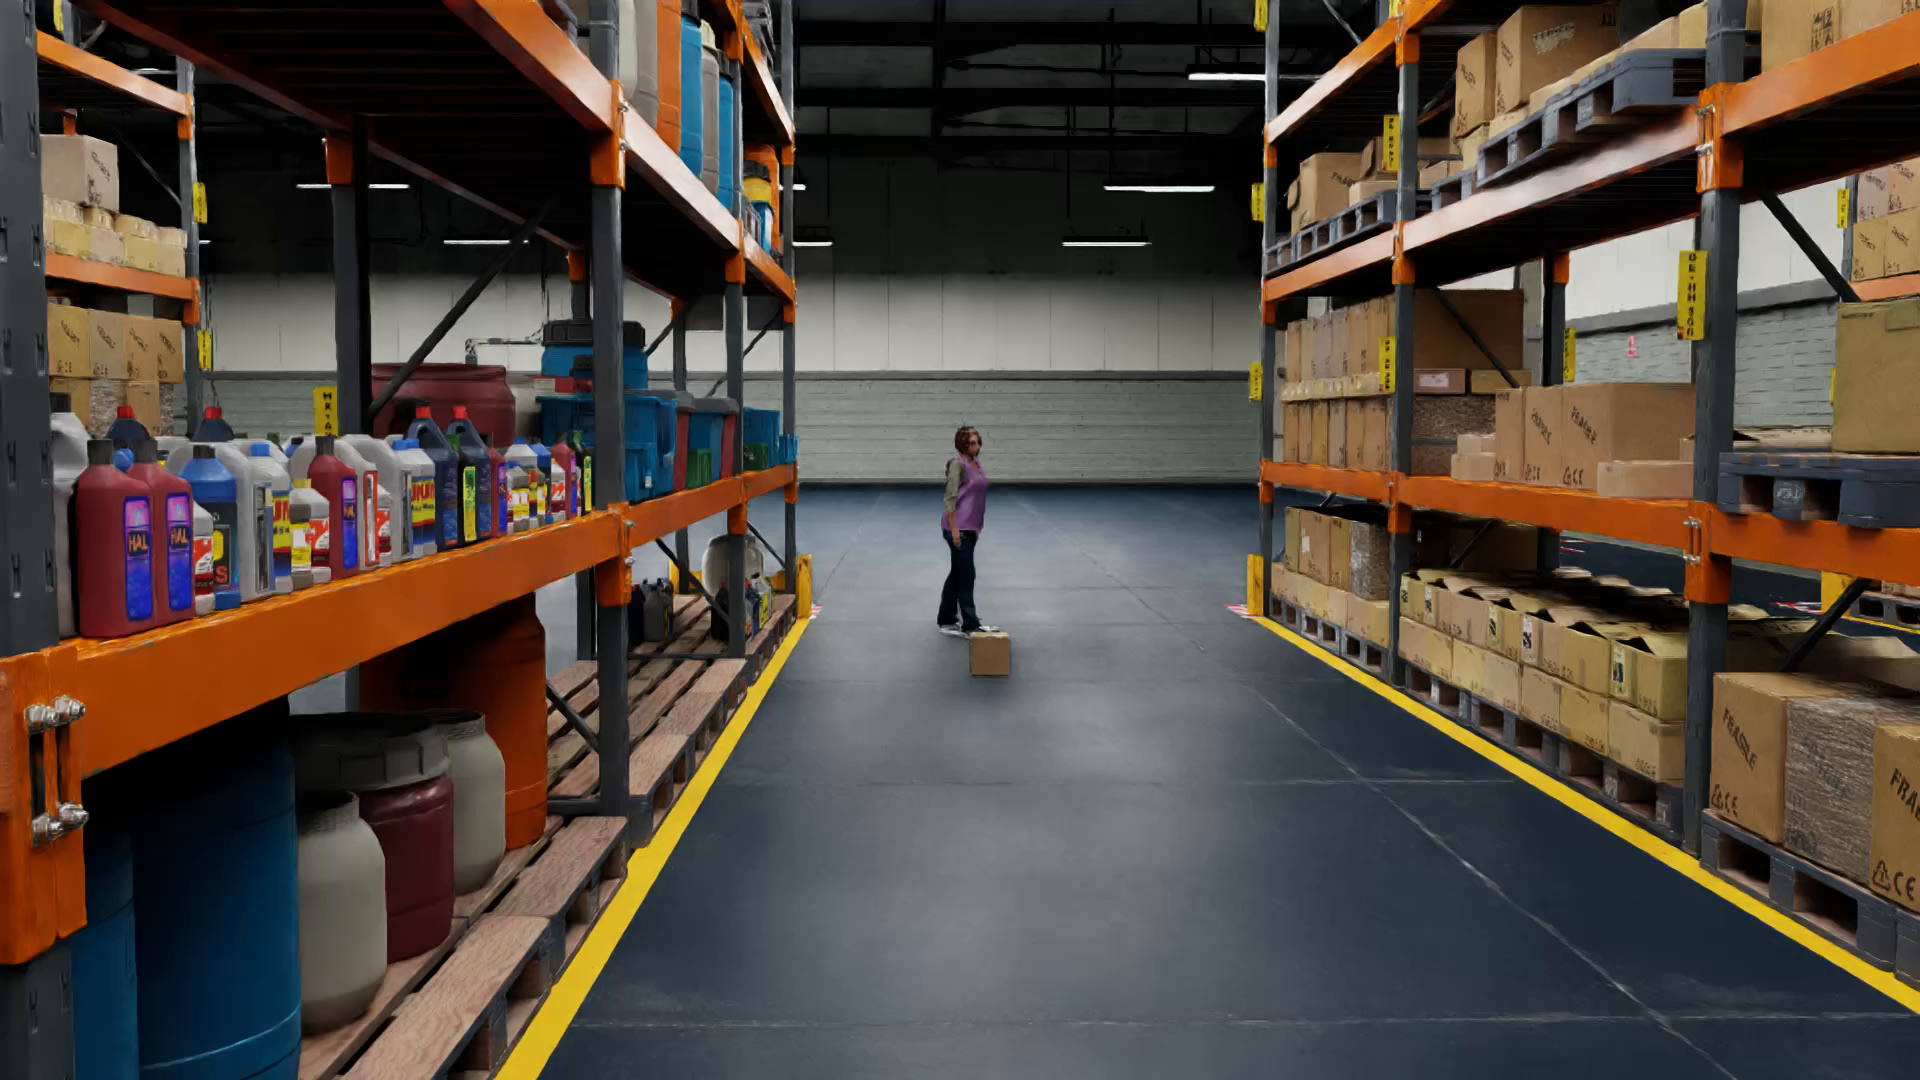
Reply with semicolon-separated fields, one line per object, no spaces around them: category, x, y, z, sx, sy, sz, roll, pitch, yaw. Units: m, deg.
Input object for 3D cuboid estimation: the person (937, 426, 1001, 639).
person;0.046;-0.057;12.428;0.545;1.592;0.524;2;4;23
